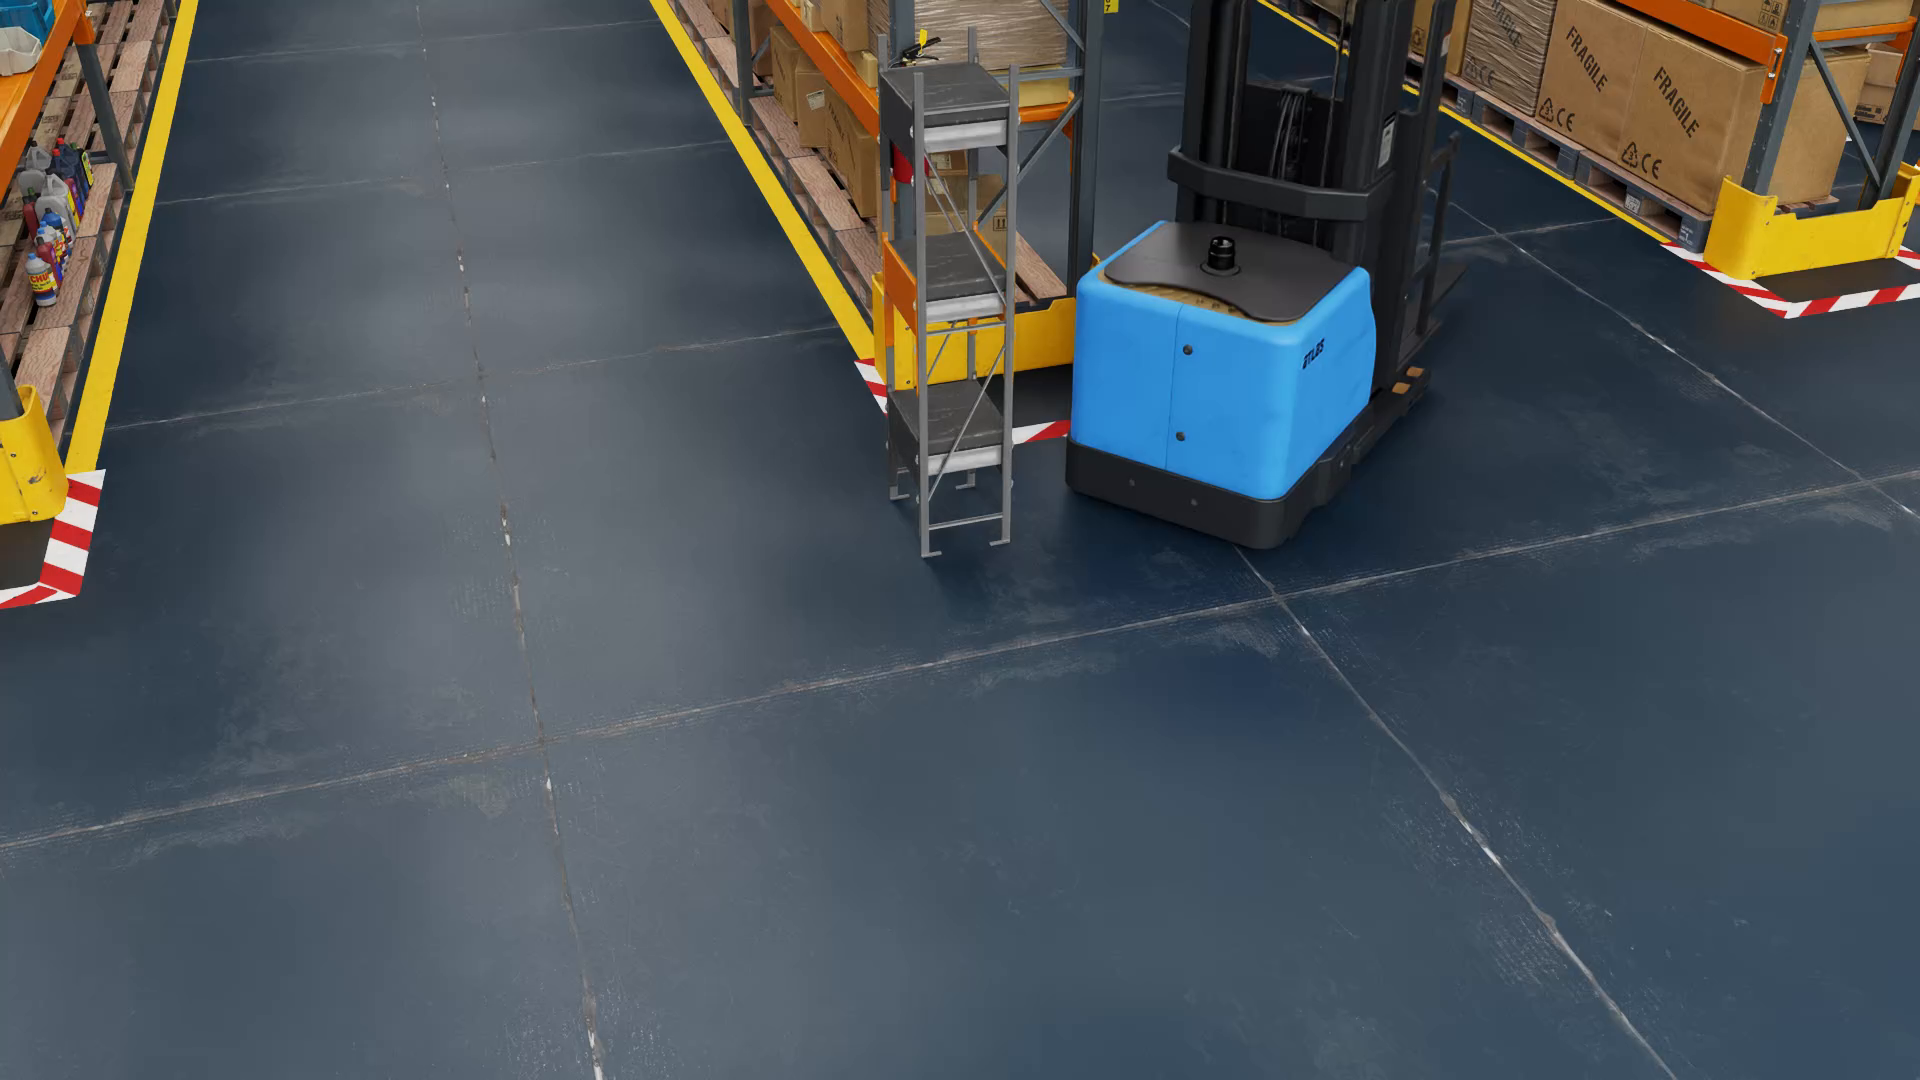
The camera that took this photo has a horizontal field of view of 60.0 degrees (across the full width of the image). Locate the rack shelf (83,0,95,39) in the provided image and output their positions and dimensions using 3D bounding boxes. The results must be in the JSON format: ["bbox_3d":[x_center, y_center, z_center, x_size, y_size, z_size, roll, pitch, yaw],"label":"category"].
[{"bbox_3d":[-6.373,-4.164,11.483,1.077,0.370,4.000,-10,35,-15],"label":"rack shelf"}]

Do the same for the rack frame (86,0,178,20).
[{"bbox_3d":[-6.983,-5.514,12.874,1.000,3.000,0.127,-10,35,-15],"label":"rack frame"}]

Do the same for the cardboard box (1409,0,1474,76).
[{"bbox_3d":[3.833,-3.975,12.091,0.875,0.875,0.875,-9,35,-14],"label":"cardboard box"}]

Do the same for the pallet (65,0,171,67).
[{"bbox_3d":[-6.784,-3.937,13.017,1.003,0.211,1.213,-10,35,-15],"label":"pallet"}]

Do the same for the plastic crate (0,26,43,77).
[{"bbox_3d":[-5.027,-2.494,8.543,0.530,0.136,0.437,-10,35,-15],"label":"plastic crate"}]

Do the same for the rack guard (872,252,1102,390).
[{"bbox_3d":[0.151,-1.144,8.527,1.175,0.500,0.348,-10,35,-15],"label":"rack guard"}]

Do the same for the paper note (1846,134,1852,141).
[{"bbox_3d":[6.079,-2.775,11.424,0.144,0.017,0.142,1,33,2],"label":"paper note"}]

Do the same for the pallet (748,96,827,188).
[{"bbox_3d":[-0.808,-2.737,11.200,1.003,0.211,1.213,-10,35,-15],"label":"pallet"}]

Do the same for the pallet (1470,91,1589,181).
[{"bbox_3d":[4.241,-2.810,11.312,1.003,0.211,1.213,-10,35,-15],"label":"pallet"}]

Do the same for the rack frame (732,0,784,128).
[{"bbox_3d":[-1.046,-4.247,10.956,1.000,3.000,0.127,-10,35,-15],"label":"rack frame"}]

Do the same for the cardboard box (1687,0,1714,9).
[{"bbox_3d":[4.583,-3.463,9.633,0.875,0.550,0.550,-10,35,-15],"label":"cardboard box"}]

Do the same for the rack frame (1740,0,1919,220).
[{"bbox_3d":[4.928,-2.928,8.960,1.000,3.000,0.127,-10,35,-15],"label":"rack frame"}]

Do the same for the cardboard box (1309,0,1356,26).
[{"bbox_3d":[3.433,-4.575,13.113,1.050,0.750,0.750,-10,35,-15],"label":"cardboard box"}]

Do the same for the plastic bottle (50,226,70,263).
[{"bbox_3d":[-4.965,-1.619,9.118,0.097,0.201,0.097,0,33,0],"label":"plastic bottle"}]

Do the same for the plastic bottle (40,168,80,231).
[{"bbox_3d":[-5.135,-1.932,9.457,0.144,0.351,0.185,-10,35,-15],"label":"plastic bottle"}]

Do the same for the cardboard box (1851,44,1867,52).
[{"bbox_3d":[6.371,-3.814,12.443,0.797,0.637,0.503,-10,35,-15],"label":"cardboard box"}]

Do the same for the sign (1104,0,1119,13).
[{"bbox_3d":[0.690,-2.599,7.677,0.100,0.325,0.005,-10,35,-15],"label":"sign"}]

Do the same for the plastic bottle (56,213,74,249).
[{"bbox_3d":[-5.027,-1.727,9.281,0.097,0.201,0.097,0,33,0],"label":"plastic bottle"}]

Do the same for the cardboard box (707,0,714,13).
[{"bbox_3d":[-1.682,-4.554,13.289,0.700,0.500,0.500,-7,34,-11],"label":"cardboard box"}]

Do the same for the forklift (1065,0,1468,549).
[{"bbox_3d":[1.694,-1.959,7.555,1.130,2.935,3.031,19,38,27],"label":"forklift"}]

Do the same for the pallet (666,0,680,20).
[{"bbox_3d":[-2.030,-4.773,14.282,1.003,0.211,1.213,-10,35,-15],"label":"pallet"}]

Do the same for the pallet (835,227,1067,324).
[{"bbox_3d":[-0.064,-1.456,9.262,1.003,0.211,1.213,-10,35,-15],"label":"pallet"}]

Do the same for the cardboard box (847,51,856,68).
[{"bbox_3d":[-0.372,-2.545,8.608,0.380,0.149,0.250,-10,35,-15],"label":"cardboard box"}]

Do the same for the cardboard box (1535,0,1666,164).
[{"bbox_3d":[4.388,-3.023,10.650,0.875,0.875,0.875,-11,35,-15],"label":"cardboard box"}]

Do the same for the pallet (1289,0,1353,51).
[{"bbox_3d":[3.401,-4.257,13.501,1.003,0.211,1.213,-10,35,-15],"label":"pallet"}]

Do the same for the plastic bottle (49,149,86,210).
[{"bbox_3d":[-5.234,-2.102,9.714,0.144,0.351,0.185,-12,35,-17],"label":"plastic bottle"}]

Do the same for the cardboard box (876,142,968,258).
[{"bbox_3d":[-0.216,-1.918,9.318,0.500,0.500,0.500,-1,33,-2],"label":"cardboard box"}]

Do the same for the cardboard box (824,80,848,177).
[{"bbox_3d":[-0.516,-2.550,10.275,0.500,0.500,0.500,-13,36,-19],"label":"cardboard box"}]

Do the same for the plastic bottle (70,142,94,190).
[{"bbox_3d":[-5.302,-2.267,10.025,0.061,0.283,0.133,-8,34,-12],"label":"plastic bottle"}]

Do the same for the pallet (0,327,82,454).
[{"bbox_3d":[-4.854,-0.610,7.981,1.003,0.211,1.213,-10,35,-15],"label":"pallet"}]

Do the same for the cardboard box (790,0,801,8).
[{"bbox_3d":[-0.797,-3.193,9.590,0.380,0.149,0.250,-10,35,-15],"label":"cardboard box"}]

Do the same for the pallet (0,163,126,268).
[{"bbox_3d":[-5.598,-1.891,9.920,1.003,0.211,1.213,-10,35,-15],"label":"pallet"}]

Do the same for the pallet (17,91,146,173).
[{"bbox_3d":[-6.040,-2.656,11.078,1.003,0.211,1.213,-10,35,-15],"label":"pallet"}]

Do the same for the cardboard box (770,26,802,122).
[{"bbox_3d":[-0.962,-3.162,11.201,0.500,0.500,0.500,-11,35,-16],"label":"cardboard box"}]

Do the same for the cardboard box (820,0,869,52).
[{"bbox_3d":[-0.235,-2.848,8.479,0.875,0.500,0.500,-10,35,-15],"label":"cardboard box"}]

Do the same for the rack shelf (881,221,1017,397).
[{"bbox_3d":[-0.050,-0.952,6.810,0.431,0.518,0.480,-10,35,-15],"label":"rack shelf"}]

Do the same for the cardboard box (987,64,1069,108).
[{"bbox_3d":[0.314,-2.232,8.134,0.380,0.149,0.250,-10,35,-15],"label":"cardboard box"}]

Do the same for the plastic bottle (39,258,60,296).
[{"bbox_3d":[-4.831,-1.389,8.770,0.097,0.201,0.097,0,33,0],"label":"plastic bottle"}]

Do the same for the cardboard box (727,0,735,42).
[{"bbox_3d":[-1.341,-3.967,12.401,0.700,0.500,0.500,-10,35,-15],"label":"cardboard box"}]

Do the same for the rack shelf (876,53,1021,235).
[{"bbox_3d":[-0.050,-1.536,6.424,0.431,0.518,0.480,-10,35,-15],"label":"rack shelf"}]

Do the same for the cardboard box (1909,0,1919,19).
[{"bbox_3d":[7.422,-4.080,12.969,0.500,0.500,0.500,13,36,18],"label":"cardboard box"}]

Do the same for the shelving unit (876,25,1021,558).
[{"bbox_3d":[-0.050,-0.963,6.803,0.431,2.100,0.503,-10,35,-15],"label":"shelving unit"}]

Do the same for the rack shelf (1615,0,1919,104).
[{"bbox_3d":[4.318,-3.678,10.747,1.077,0.370,4.000,-10,35,-15],"label":"rack shelf"}]

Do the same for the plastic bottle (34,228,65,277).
[{"bbox_3d":[-4.904,-1.543,8.941,0.097,0.271,0.097,0,33,0],"label":"plastic bottle"}]

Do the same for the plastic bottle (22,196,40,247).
[{"bbox_3d":[-5.191,-1.800,9.318,0.061,0.283,0.133,-10,35,-15],"label":"plastic bottle"}]

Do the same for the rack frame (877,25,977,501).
[{"bbox_3d":[-0.125,-1.091,6.997,0.400,2.100,0.015,-10,35,-15],"label":"rack frame"}]

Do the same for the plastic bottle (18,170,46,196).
[{"bbox_3d":[-5.367,-2.033,9.677,0.152,0.276,0.135,-10,35,-15],"label":"plastic bottle"}]
